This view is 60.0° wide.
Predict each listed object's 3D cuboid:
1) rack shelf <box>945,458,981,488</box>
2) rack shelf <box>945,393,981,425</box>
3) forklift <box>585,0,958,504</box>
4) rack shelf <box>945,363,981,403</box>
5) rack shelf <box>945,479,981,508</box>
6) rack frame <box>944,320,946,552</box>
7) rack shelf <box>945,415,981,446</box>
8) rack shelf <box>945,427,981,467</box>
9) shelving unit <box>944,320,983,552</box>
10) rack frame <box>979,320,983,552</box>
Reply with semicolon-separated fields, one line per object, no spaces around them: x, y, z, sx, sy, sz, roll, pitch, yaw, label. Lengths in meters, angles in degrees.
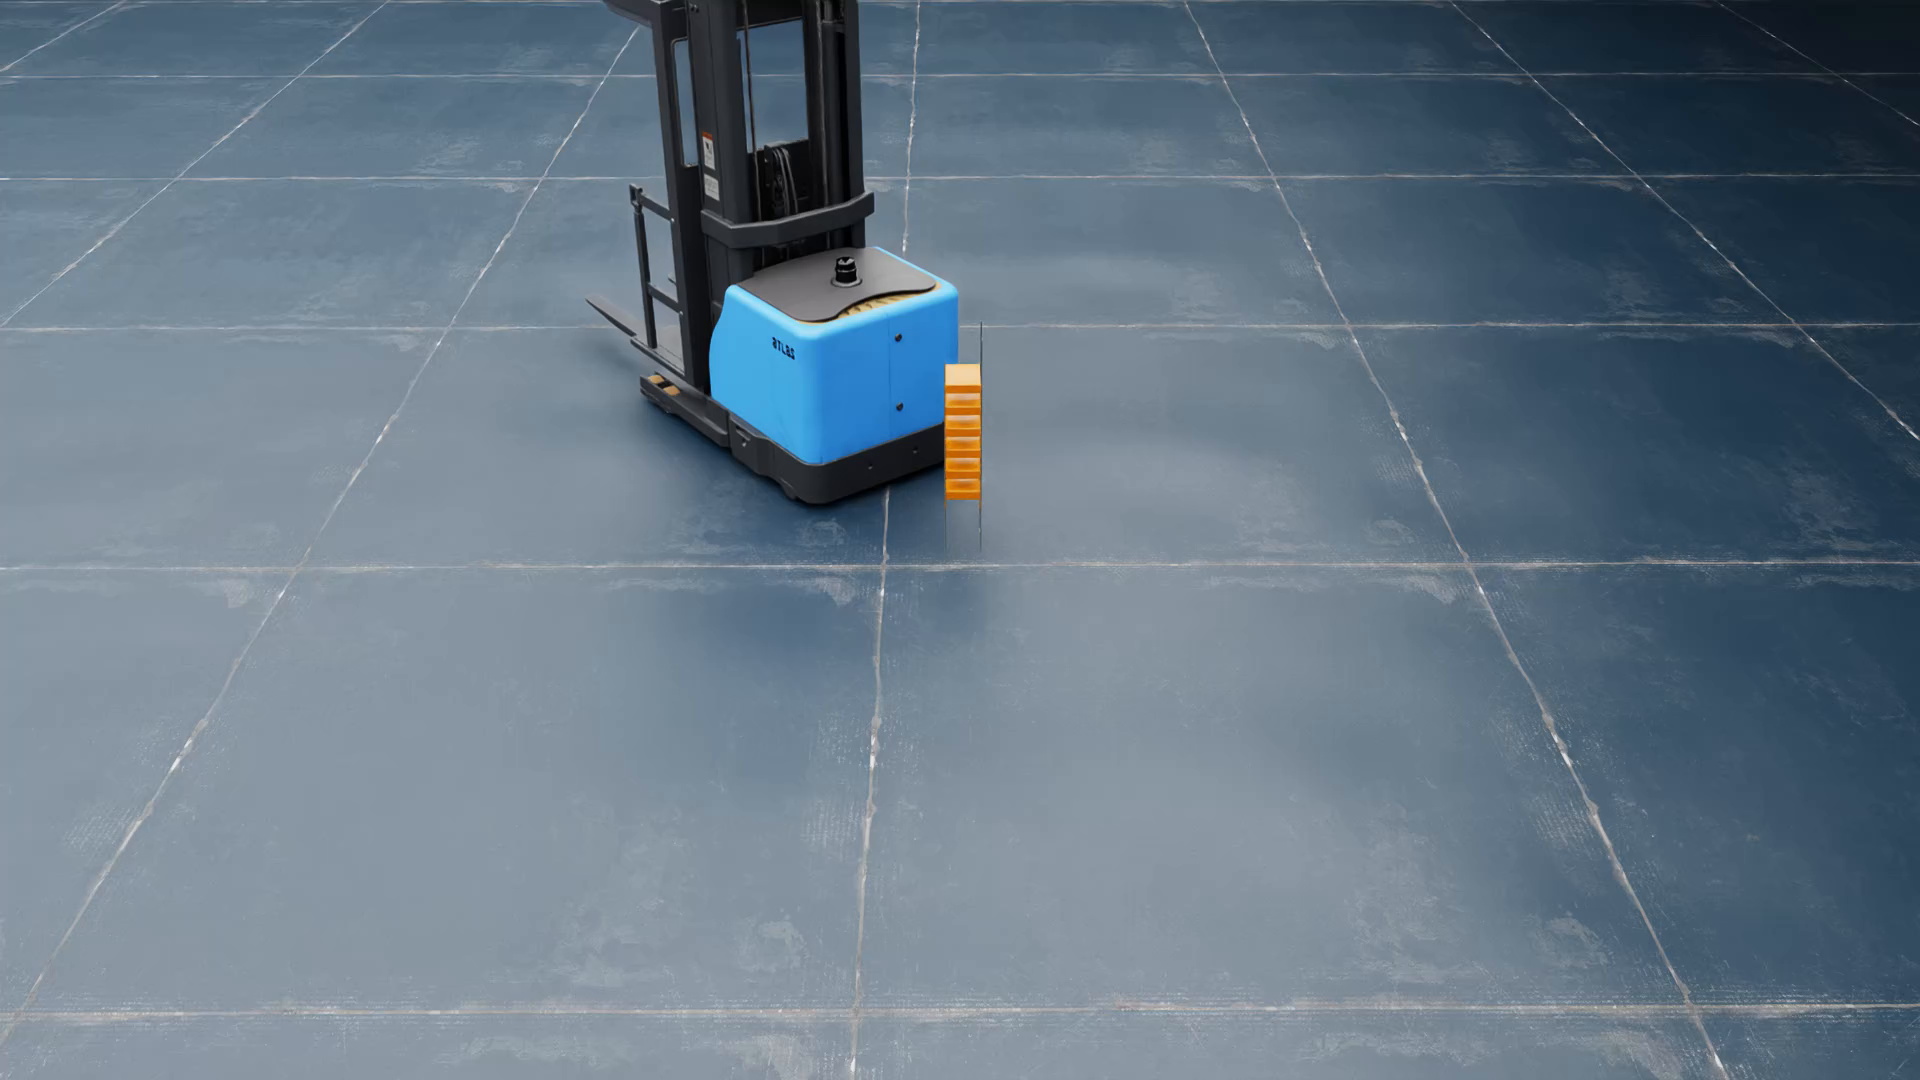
0.014;-0.372;8.524;0.180;0.103;0.258;0;31;0;rack shelf
0.014;-0.680;8.337;0.180;0.103;0.258;0;31;0;rack shelf
-1.288;-2.150;9.467;1.130;2.935;3.031;-22;37;-31;forklift
0.014;-0.783;8.275;0.180;0.103;0.258;0;31;0;rack shelf
0.014;-0.270;8.586;0.180;0.103;0.258;0;31;0;rack shelf
-0.077;-0.513;8.438;0.006;1.200;0.240;0;31;0;rack frame
0.014;-0.578;8.400;0.180;0.103;0.258;0;31;0;rack shelf
0.014;-0.475;8.462;0.180;0.103;0.258;0;31;0;rack shelf
0.014;-0.513;8.439;0.189;1.200;0.258;0;31;0;shelving unit
0.106;-0.513;8.439;0.006;1.200;0.240;0;31;0;rack frame
